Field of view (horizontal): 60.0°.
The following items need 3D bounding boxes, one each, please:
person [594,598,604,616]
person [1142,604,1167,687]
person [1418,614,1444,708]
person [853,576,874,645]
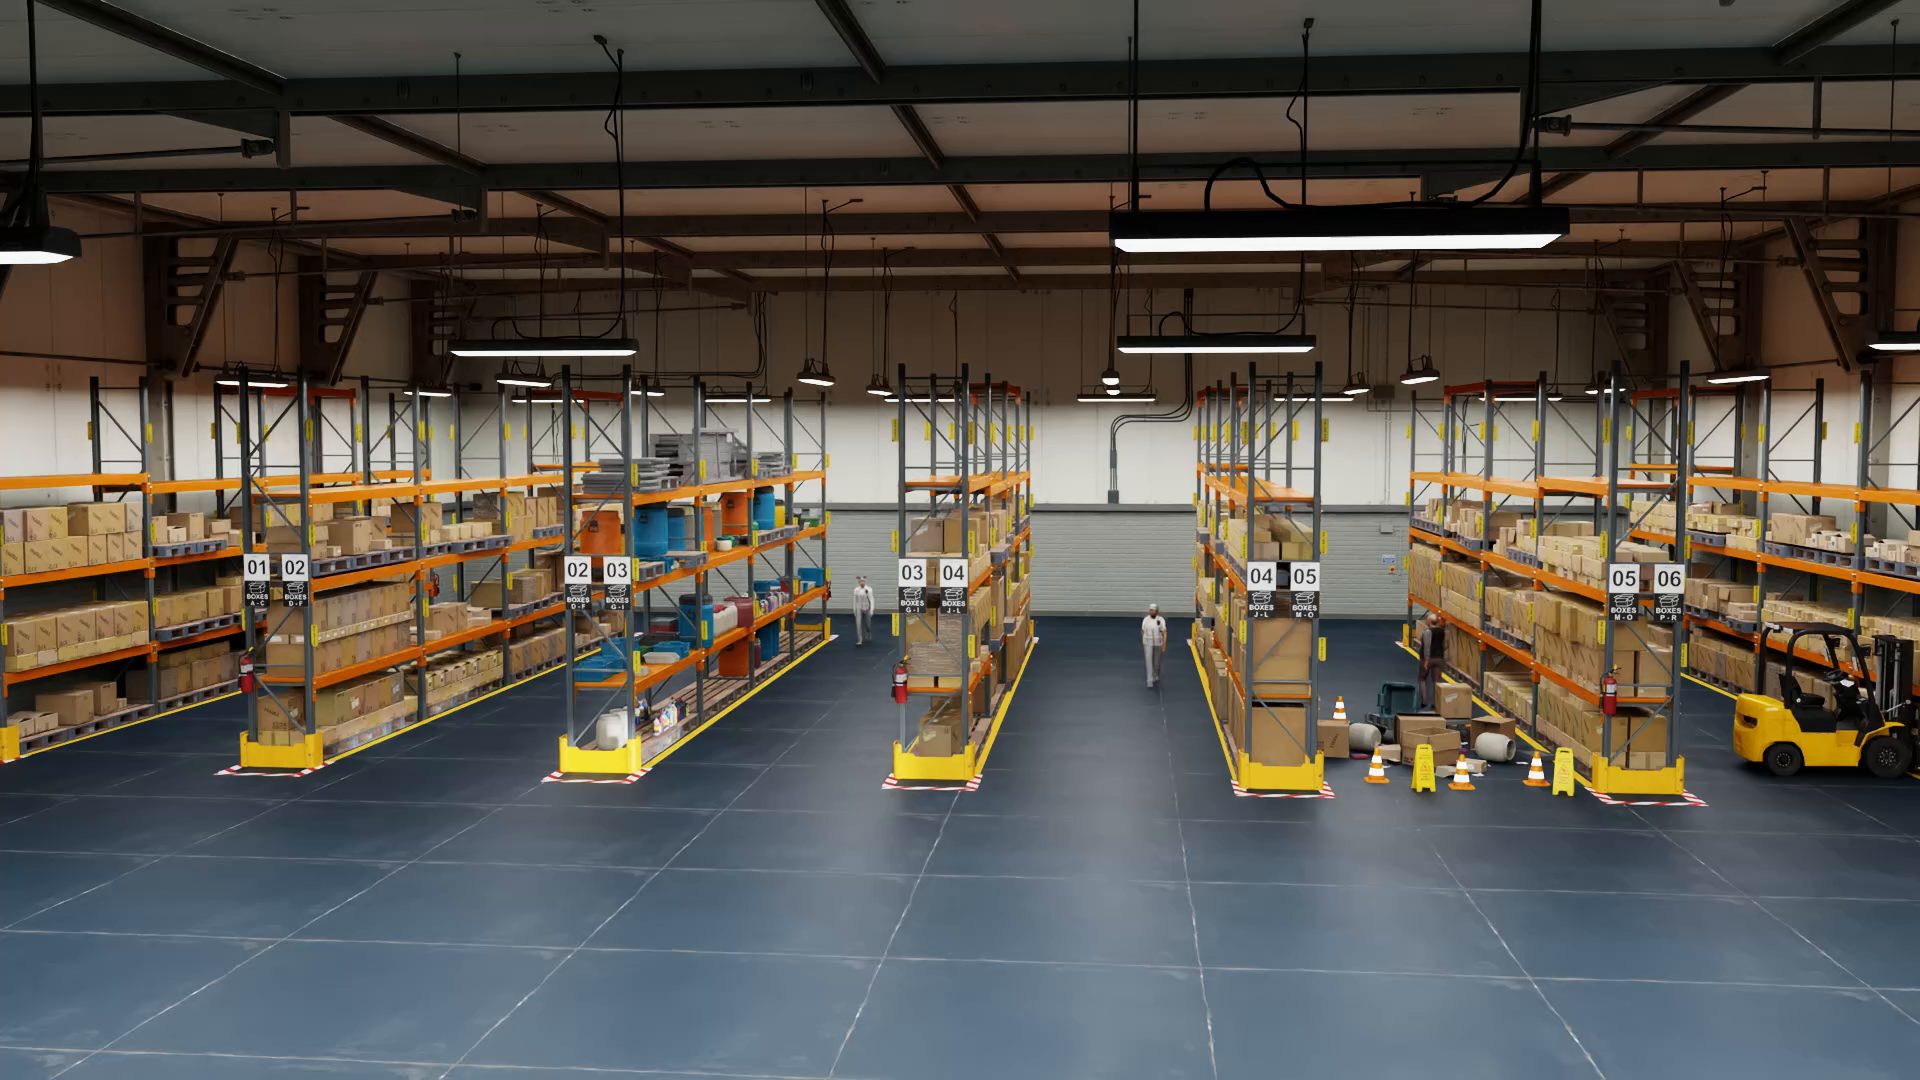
[{"bbox_3d":[-9.228,1.367,42.675,0.448,1.767,0.609,0,4,8],"label":"person"},{"bbox_3d":[3.854,2.068,32.961,0.483,1.604,1.034,0,4,4],"label":"person"},{"bbox_3d":[8.592,2.235,30.172,0.514,1.769,0.613,0,4,-7],"label":"person"},{"bbox_3d":[-2.275,1.641,39.412,0.492,1.633,0.852,0,4,3],"label":"person"}]
